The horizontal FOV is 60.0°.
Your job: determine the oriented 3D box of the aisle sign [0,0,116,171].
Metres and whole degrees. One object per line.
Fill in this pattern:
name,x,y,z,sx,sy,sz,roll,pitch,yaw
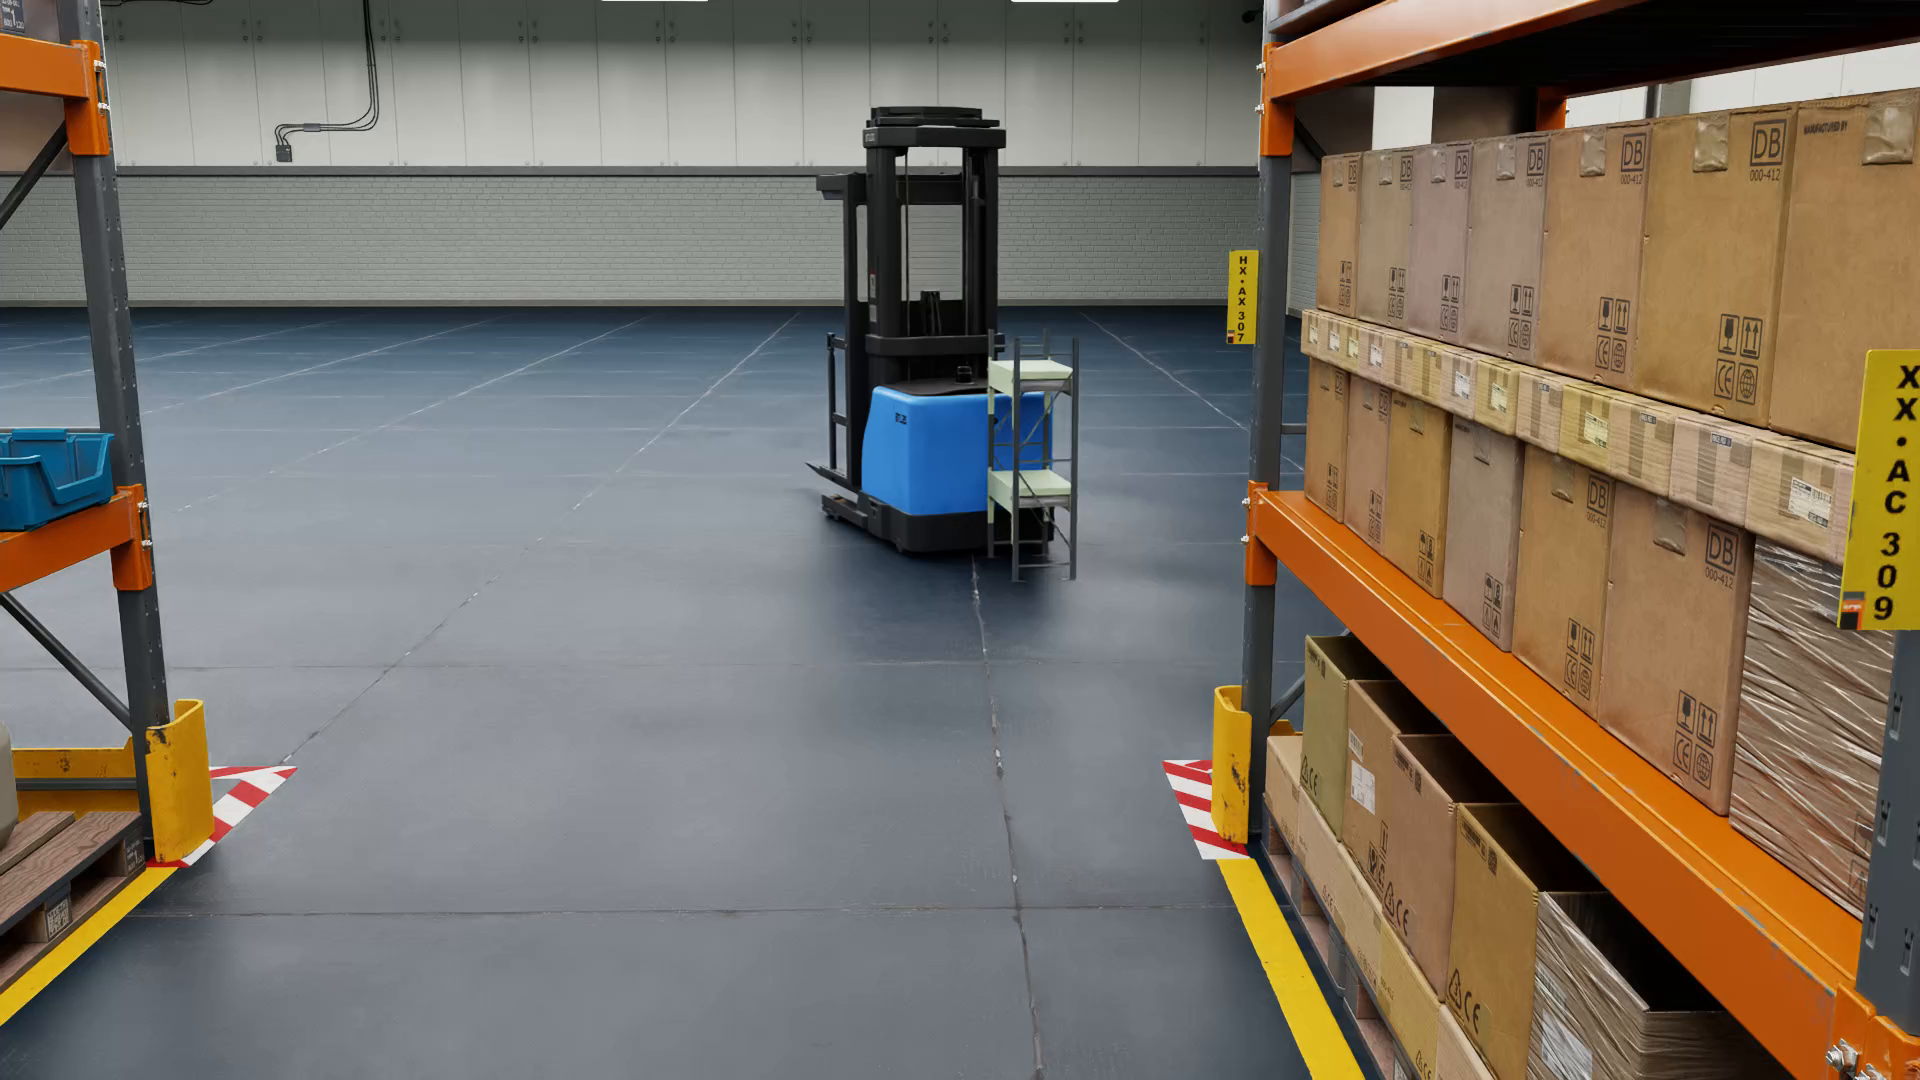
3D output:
aisle sign,-3.110,-1.660,5.657,0.394,0.787,0.004,0,11,-1

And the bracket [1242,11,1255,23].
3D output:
bracket,6.346,-11.495,36.534,0.235,0.232,0.430,0,11,-1

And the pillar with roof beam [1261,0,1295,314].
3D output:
pillar with roof beam,2.455,-9.161,34.083,9.100,9.000,0.548,0,11,-1

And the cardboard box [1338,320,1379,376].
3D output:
cardboard box,1.352,-0.576,4.970,0.380,0.149,0.250,0,11,-1

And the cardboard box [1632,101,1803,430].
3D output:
cardboard box,1.602,-0.468,2.808,0.700,0.500,0.500,0,11,-1

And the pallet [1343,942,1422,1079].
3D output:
pallet,1.627,1.371,4.272,1.003,0.211,1.213,0,11,-1

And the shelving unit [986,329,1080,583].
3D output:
shelving unit,0.451,-0.550,10.497,0.431,1.500,0.755,-2,12,-11

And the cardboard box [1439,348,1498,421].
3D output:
cardboard box,1.371,-0.372,3.967,0.380,0.149,0.250,0,11,-1

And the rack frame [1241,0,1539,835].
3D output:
rack frame,1.547,-0.390,5.936,1.000,3.000,0.127,0,11,-1

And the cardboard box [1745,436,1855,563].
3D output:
cardboard box,1.407,-0.064,2.447,0.380,0.149,0.250,0,11,-2

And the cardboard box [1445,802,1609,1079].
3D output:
cardboard box,1.389,0.889,3.604,0.500,0.500,0.500,0,11,-1

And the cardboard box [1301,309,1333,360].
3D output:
cardboard box,1.340,-0.678,5.473,0.380,0.149,0.250,0,11,-2

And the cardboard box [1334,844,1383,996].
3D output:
cardboard box,1.359,1.058,4.658,0.500,0.250,0.500,0,11,-1

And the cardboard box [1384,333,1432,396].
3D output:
cardboard box,1.363,-0.473,4.461,0.380,0.149,0.250,-1,11,-3

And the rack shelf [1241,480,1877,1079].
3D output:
rack shelf,1.588,0.360,4.048,1.077,0.370,4.000,0,11,-1

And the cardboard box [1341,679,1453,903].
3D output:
cardboard box,1.371,0.691,4.584,0.500,0.500,0.500,0,11,-1

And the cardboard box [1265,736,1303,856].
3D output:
cardboard box,1.336,0.859,5.638,0.500,0.250,0.500,0,11,-1

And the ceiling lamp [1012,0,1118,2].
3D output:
ceiling lamp,1.879,-11.251,29.703,2.000,3.185,0.800,0,11,-1

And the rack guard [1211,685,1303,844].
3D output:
rack guard,1.546,0.830,6.208,1.175,0.500,0.348,0,11,-1

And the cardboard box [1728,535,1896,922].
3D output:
cardboard box,1.614,0.268,2.441,0.700,0.500,0.500,-1,11,-3

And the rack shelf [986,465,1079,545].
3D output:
rack shelf,0.451,-0.230,10.562,0.431,0.370,0.720,-2,12,-11

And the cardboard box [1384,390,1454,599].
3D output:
cardboard box,1.564,-0.143,4.467,0.700,0.500,0.500,0,11,-1

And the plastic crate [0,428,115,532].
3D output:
plastic crate,-3.096,-0.199,5.370,0.499,0.251,0.616,0,11,-1

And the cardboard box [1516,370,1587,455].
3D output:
cardboard box,1.385,-0.267,3.449,0.380,0.149,0.250,0,11,0

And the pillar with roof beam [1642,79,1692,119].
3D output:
pillar with roof beam,2.827,-5.583,16.446,9.100,9.000,0.400,0,11,-1

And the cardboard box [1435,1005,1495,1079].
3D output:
cardboard box,1.376,1.257,3.678,0.500,0.250,0.500,0,11,-1

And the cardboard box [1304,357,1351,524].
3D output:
cardboard box,1.544,-0.346,5.468,0.700,0.500,0.500,0,11,-1

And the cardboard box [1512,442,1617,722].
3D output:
cardboard box,1.590,0.064,3.450,0.700,0.500,0.500,0,11,0

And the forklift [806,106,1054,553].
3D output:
forklift,-0.384,-1.600,12.073,1.130,2.935,3.031,-5,12,-21

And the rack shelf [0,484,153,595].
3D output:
rack shelf,-3.364,0.380,3.951,1.077,0.370,4.000,0,11,-1

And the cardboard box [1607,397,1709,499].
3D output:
cardboard box,1.392,-0.168,2.961,0.380,0.149,0.250,0,11,-1

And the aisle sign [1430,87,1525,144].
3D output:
aisle sign,1.839,-1.678,5.748,0.394,0.787,0.004,0,11,-1

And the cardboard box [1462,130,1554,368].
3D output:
cardboard box,1.583,-0.667,3.788,0.700,0.500,0.500,0,11,-1

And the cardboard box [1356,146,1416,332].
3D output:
cardboard box,1.561,-0.867,4.772,0.700,0.500,0.500,-1,11,-3

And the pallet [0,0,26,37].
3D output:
pallet,-3.486,-1.583,4.747,1.003,0.211,1.213,0,11,-1

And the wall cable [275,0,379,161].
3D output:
wall cable,-13.981,-11.343,36.284,2.305,6.003,0.169,0,11,-1

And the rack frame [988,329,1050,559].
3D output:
rack frame,0.382,-0.621,10.850,0.400,1.500,0.023,-2,12,-11

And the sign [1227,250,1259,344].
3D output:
sign,0.992,-0.852,5.837,0.100,0.325,0.005,0,11,-1
